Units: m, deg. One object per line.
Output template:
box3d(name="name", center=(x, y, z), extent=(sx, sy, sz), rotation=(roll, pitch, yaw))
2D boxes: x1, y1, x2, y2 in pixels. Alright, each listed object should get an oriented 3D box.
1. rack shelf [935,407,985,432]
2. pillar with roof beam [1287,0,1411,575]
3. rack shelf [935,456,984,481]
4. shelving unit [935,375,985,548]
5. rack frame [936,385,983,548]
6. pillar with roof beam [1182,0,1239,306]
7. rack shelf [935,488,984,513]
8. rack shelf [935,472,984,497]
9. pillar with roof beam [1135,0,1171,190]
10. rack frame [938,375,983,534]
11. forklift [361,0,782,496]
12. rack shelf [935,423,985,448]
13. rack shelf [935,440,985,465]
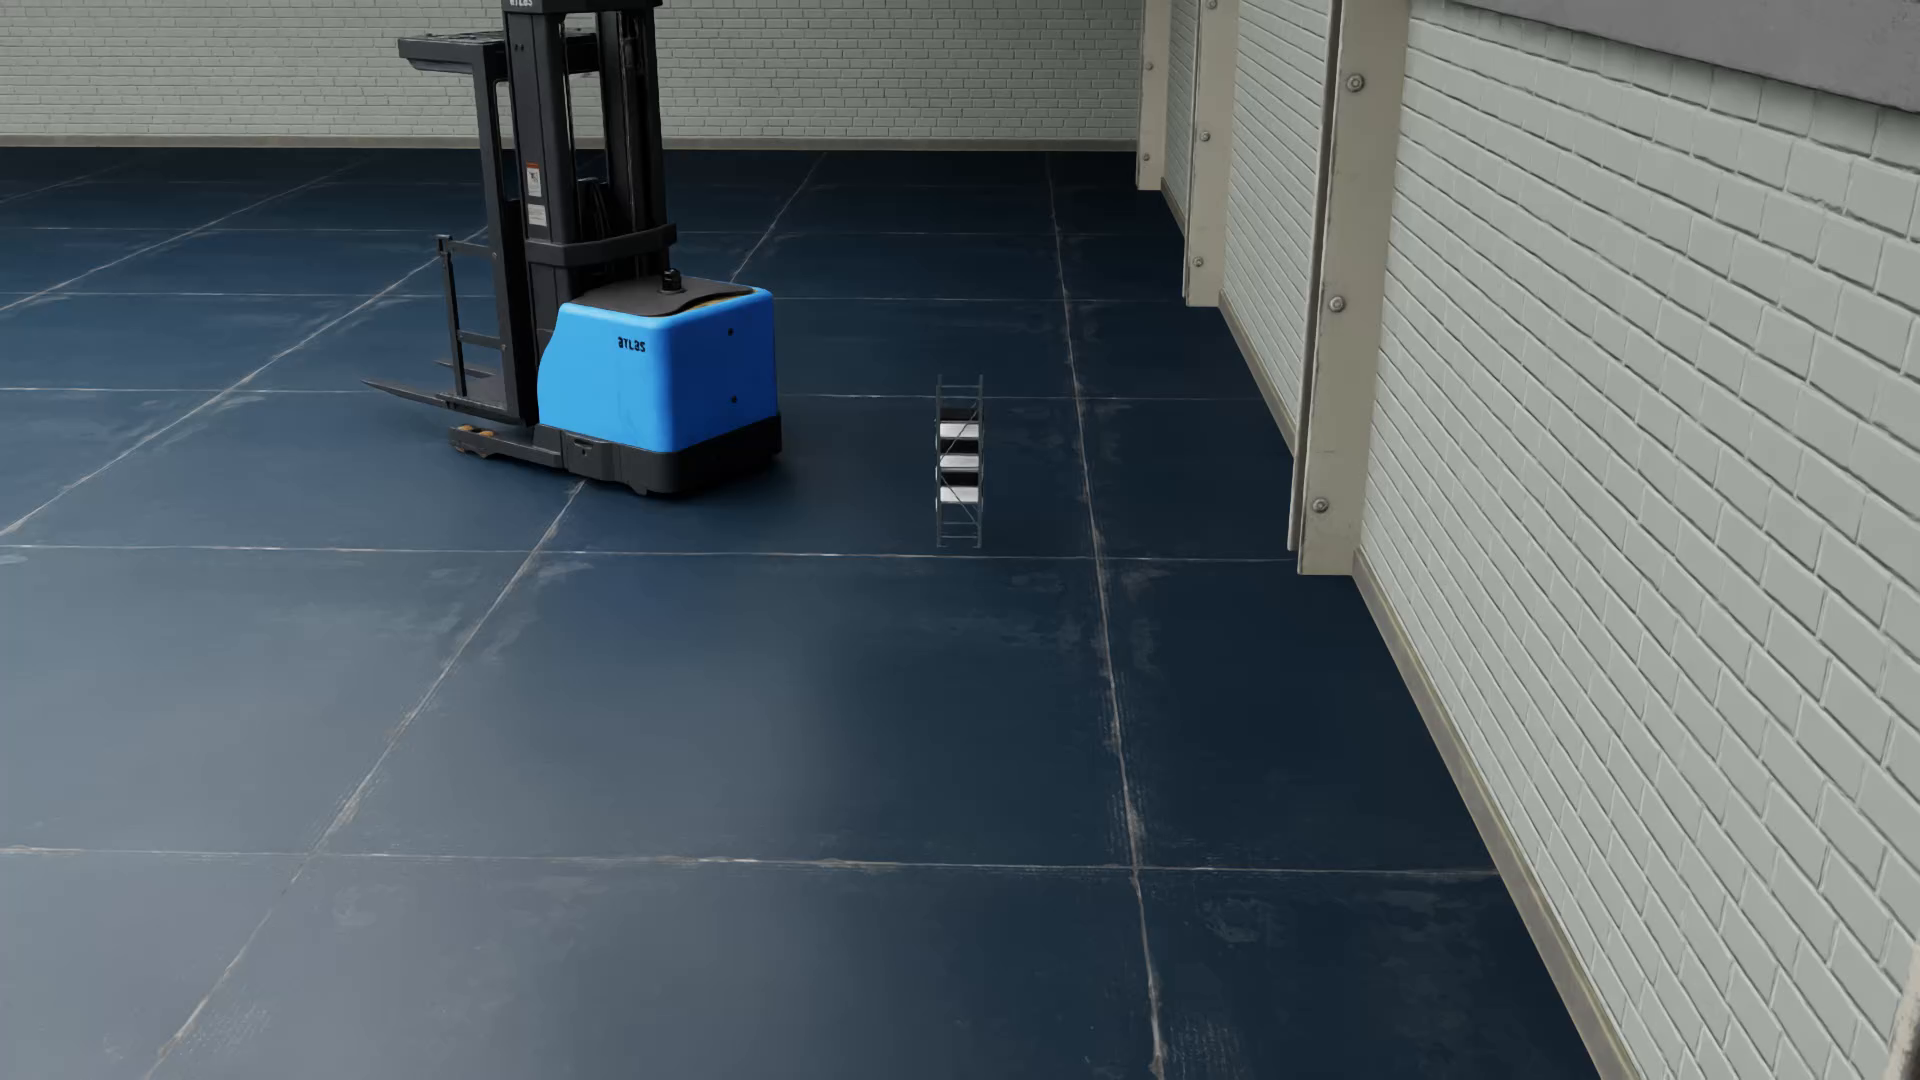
box3d(name="rack shelf", center=(0.000, -0.637, 8.773), extent=(0.258, 0.077, 0.200), rotation=(1, 21, 2))
box3d(name="pillar with roof beam", center=(-2.397, -4.134, 7.244), extent=(9.100, 9.000, 0.400), rotation=(1, 21, 2))
box3d(name="rack shelf", center=(0.000, -0.386, 8.871), extent=(0.258, 0.077, 0.200), rotation=(1, 21, 2))
box3d(name="shelving unit", center=(0.000, -0.417, 8.859), extent=(0.258, 0.900, 0.210), rotation=(1, 21, 2))
box3d(name="rack frame", center=(-0.003, -0.380, 8.764), extent=(0.240, 0.900, 0.006), rotation=(1, 21, 2))
box3d(name="pillar with roof beam", center=(-2.214, -6.304, 12.835), extent=(9.100, 9.000, 0.400), rotation=(1, 21, 2))
box3d(name="rack shelf", center=(0.000, -0.218, 8.936), extent=(0.258, 0.077, 0.200), rotation=(1, 21, 2))
box3d(name="rack shelf", center=(0.000, -0.302, 8.903), extent=(0.258, 0.077, 0.200), rotation=(1, 21, 2))
box3d(name="pillar with roof beam", center=(-2.032, -8.473, 18.426), extent=(9.100, 9.000, 0.400), rotation=(1, 21, 2))
box3d(name="rack frame", center=(0.003, -0.453, 8.953), extent=(0.240, 0.900, 0.006), rotation=(1, 21, 2))
box3d(name="forklift", center=(-2.598, -2.021, 10.185), extent=(3.031, 2.935, 1.130), rotation=(14, 25, 32))
box3d(name="rack shelf", center=(0.000, -0.553, 8.806), extent=(0.258, 0.077, 0.200), rotation=(1, 21, 2))
box3d(name="rack shelf", center=(0.000, -0.469, 8.838), extent=(0.258, 0.077, 0.200), rotation=(1, 21, 2))
